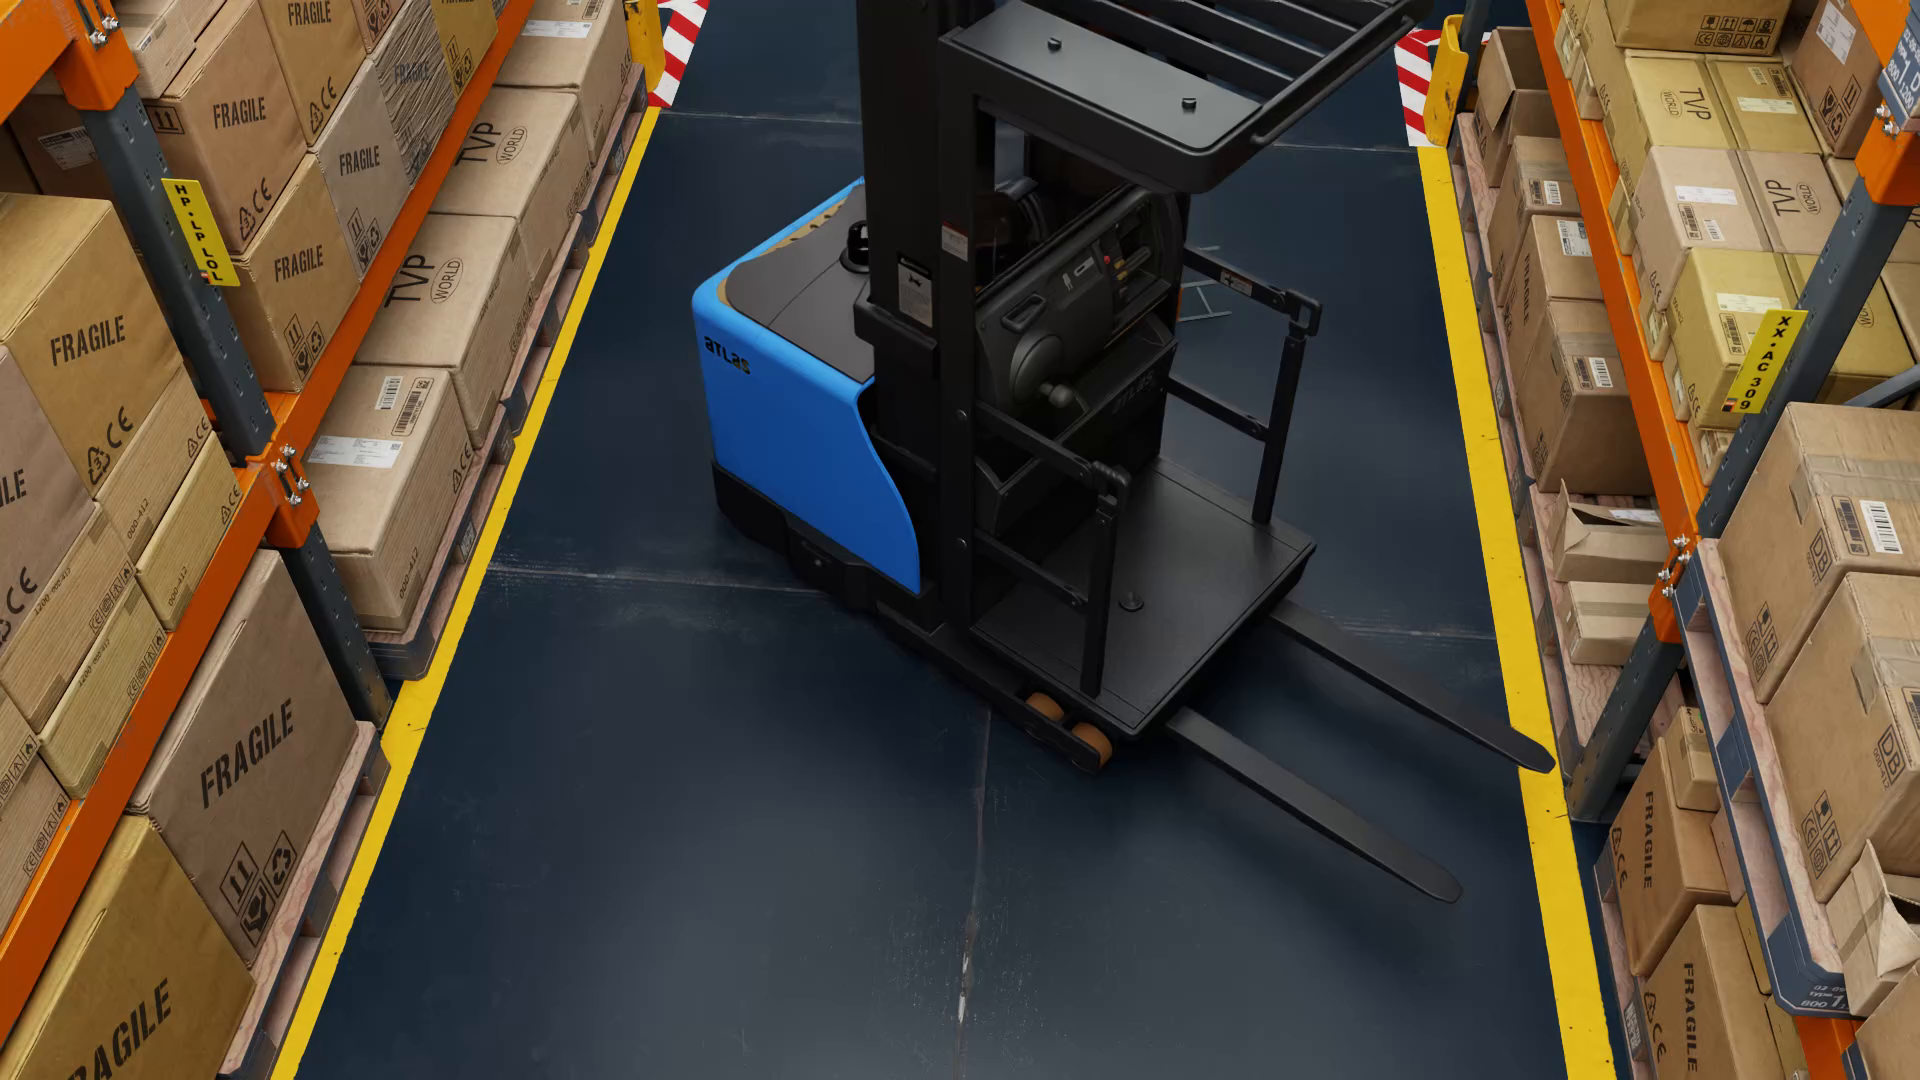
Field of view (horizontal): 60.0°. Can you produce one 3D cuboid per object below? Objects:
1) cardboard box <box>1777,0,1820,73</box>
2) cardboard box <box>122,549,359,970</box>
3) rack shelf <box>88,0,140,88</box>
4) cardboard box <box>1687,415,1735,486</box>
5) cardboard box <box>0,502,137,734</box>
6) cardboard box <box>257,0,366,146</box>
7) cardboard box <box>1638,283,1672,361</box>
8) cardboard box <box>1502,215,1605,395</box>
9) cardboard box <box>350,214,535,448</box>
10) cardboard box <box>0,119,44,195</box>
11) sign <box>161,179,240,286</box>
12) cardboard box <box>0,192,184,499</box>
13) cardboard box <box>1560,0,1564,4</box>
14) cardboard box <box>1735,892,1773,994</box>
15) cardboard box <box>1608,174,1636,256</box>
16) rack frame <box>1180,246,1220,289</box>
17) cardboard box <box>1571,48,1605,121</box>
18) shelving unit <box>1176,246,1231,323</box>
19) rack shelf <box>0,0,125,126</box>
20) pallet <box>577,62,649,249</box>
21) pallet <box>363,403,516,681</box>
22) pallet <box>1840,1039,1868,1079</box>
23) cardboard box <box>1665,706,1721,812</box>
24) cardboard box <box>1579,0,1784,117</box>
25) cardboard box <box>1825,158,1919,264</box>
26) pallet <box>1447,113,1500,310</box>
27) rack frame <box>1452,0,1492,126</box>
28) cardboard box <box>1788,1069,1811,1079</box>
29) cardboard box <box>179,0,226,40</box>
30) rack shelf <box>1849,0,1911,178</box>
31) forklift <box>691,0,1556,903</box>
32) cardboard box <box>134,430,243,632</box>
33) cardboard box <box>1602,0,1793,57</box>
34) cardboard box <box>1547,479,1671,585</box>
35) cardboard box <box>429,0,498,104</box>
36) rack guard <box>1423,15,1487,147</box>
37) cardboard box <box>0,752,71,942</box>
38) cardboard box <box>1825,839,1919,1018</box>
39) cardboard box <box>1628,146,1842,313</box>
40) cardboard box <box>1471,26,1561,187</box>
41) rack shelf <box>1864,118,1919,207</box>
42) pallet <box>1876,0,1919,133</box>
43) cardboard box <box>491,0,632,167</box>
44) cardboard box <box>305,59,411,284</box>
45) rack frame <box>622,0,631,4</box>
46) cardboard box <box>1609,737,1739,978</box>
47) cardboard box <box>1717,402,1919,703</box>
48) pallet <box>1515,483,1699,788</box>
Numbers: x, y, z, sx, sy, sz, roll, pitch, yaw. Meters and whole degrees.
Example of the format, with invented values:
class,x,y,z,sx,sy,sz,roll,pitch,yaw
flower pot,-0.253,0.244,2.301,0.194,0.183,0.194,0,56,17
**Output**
class,x,y,z,sx,sy,sz,roll,pitch,yaw
cardboard box,2.929,-1.613,5.592,0.500,0.250,0.500,4,48,3
cardboard box,-2.432,0.599,4.824,0.875,0.875,0.875,5,48,5
rack shelf,-2.273,-2.676,5.120,1.077,0.370,4.000,4,48,4
cardboard box,2.265,-0.272,4.637,0.380,0.149,0.250,4,48,4
cardboard box,-2.292,0.153,3.840,0.500,0.250,0.500,5,48,4
cardboard box,-2.119,-1.513,4.855,0.500,0.500,0.500,3,48,3
cardboard box,2.267,-0.658,4.989,0.380,0.149,0.250,5,48,5
cardboard box,2.438,-0.893,6.443,0.500,0.500,0.500,5,48,4
cardboard box,-2.210,-0.826,6.425,0.875,0.438,0.875,3,48,2
cardboard box,-2.687,-1.174,4.545,0.500,0.500,0.500,4,48,3
sign,-1.914,-0.772,4.192,0.100,0.325,0.005,4,48,4
cardboard box,-2.246,-0.463,3.895,0.500,0.500,0.500,5,48,5
cardboard box,2.499,-2.170,6.372,0.380,0.149,0.250,5,48,5
cardboard box,2.230,1.021,4.253,0.380,0.149,0.250,2,48,2
cardboard box,2.313,-1.038,5.337,0.380,0.149,0.250,3,48,3
rack frame,0.554,-1.082,6.983,1.200,0.006,0.240,-9,48,-9
cardboard box,2.379,-1.599,5.850,0.380,0.149,0.250,5,48,4
shelving unit,0.553,-1.020,7.050,1.200,0.189,0.258,-9,48,-9
rack shelf,-2.638,0.263,2.431,1.077,0.370,4.000,4,48,4
pallet,-2.086,-1.842,7.792,1.003,0.211,1.213,4,48,4
pallet,-2.308,-0.049,6.152,1.003,0.211,1.213,4,48,4
pallet,2.296,1.469,3.004,1.003,0.211,1.213,4,48,4
cardboard box,2.190,0.623,4.617,0.380,0.149,0.250,6,48,5
cardboard box,2.429,-1.659,5.635,0.500,0.250,0.500,3,48,3
cardboard box,2.841,-0.870,4.913,0.500,0.250,0.500,3,48,3
pallet,2.774,-1.462,7.445,1.003,0.211,1.213,4,48,4
rack frame,2.852,-3.045,7.003,1.000,3.000,0.127,4,48,4
cardboard box,2.159,1.404,3.903,0.380,0.149,0.250,4,48,3
cardboard box,-2.161,-1.431,4.341,0.380,0.149,0.250,5,48,4
rack shelf,2.670,-2.345,4.817,1.077,0.370,4.000,4,48,4
forklift,0.532,-0.664,4.871,3.031,2.935,1.130,32,55,26
cardboard box,-2.245,-0.040,4.355,0.500,0.250,0.500,3,48,3
cardboard box,2.406,-1.931,5.375,0.500,0.500,0.500,5,48,5
cardboard box,2.279,-0.016,5.800,0.396,0.266,0.258,5,48,5
cardboard box,-2.003,-1.911,5.897,0.500,0.500,0.500,5,48,5
rack guard,2.845,-2.146,7.874,1.175,0.500,0.348,4,48,4
cardboard box,-2.358,0.704,3.675,0.500,0.250,0.500,3,48,2
cardboard box,1.979,0.793,3.299,0.396,0.266,0.258,6,48,5
cardboard box,2.322,-0.916,4.955,0.500,0.250,0.500,4,48,4
cardboard box,2.702,-1.901,7.363,0.797,0.503,0.637,2,48,2
rack shelf,2.306,0.594,2.129,1.077,0.370,4.000,4,48,4
pallet,2.359,-0.580,2.843,1.213,0.211,1.003,4,48,4
cardboard box,-2.052,-2.162,7.646,0.875,0.438,0.875,2,48,2
cardboard box,-2.102,-1.167,5.217,0.500,0.500,0.500,4,48,4
rack frame,-2.091,-3.376,7.305,1.000,3.000,0.127,4,48,4
cardboard box,2.220,0.936,4.770,0.500,0.500,0.500,6,48,5
cardboard box,2.221,0.059,3.811,0.700,0.500,0.500,5,48,5
pallet,2.551,0.331,5.805,1.003,0.211,1.213,4,48,4
